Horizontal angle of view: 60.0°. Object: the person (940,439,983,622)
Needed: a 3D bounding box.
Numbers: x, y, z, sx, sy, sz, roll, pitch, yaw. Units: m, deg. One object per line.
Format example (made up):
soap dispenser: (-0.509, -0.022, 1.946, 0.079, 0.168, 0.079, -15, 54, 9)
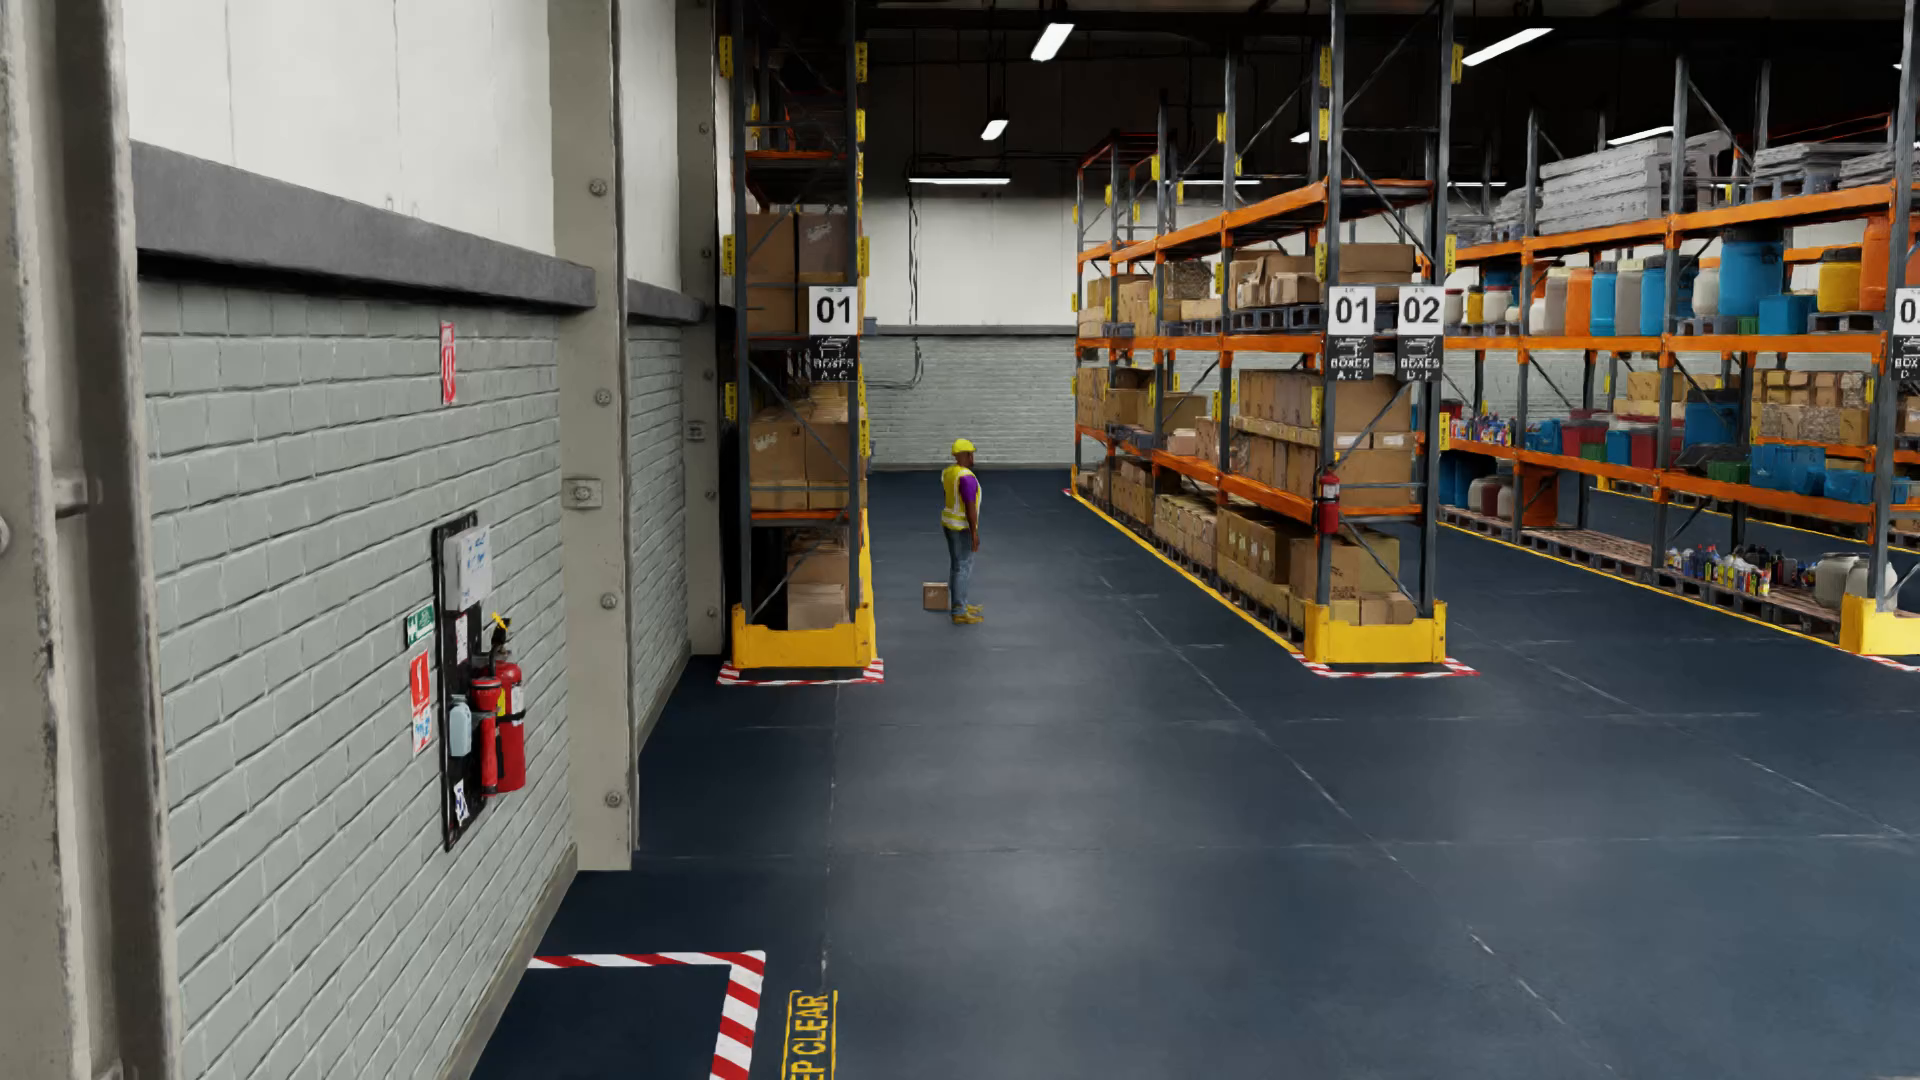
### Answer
person: (0.068, -0.111, 16.311, 0.470, 1.771, 0.639, -3, 7, -24)
